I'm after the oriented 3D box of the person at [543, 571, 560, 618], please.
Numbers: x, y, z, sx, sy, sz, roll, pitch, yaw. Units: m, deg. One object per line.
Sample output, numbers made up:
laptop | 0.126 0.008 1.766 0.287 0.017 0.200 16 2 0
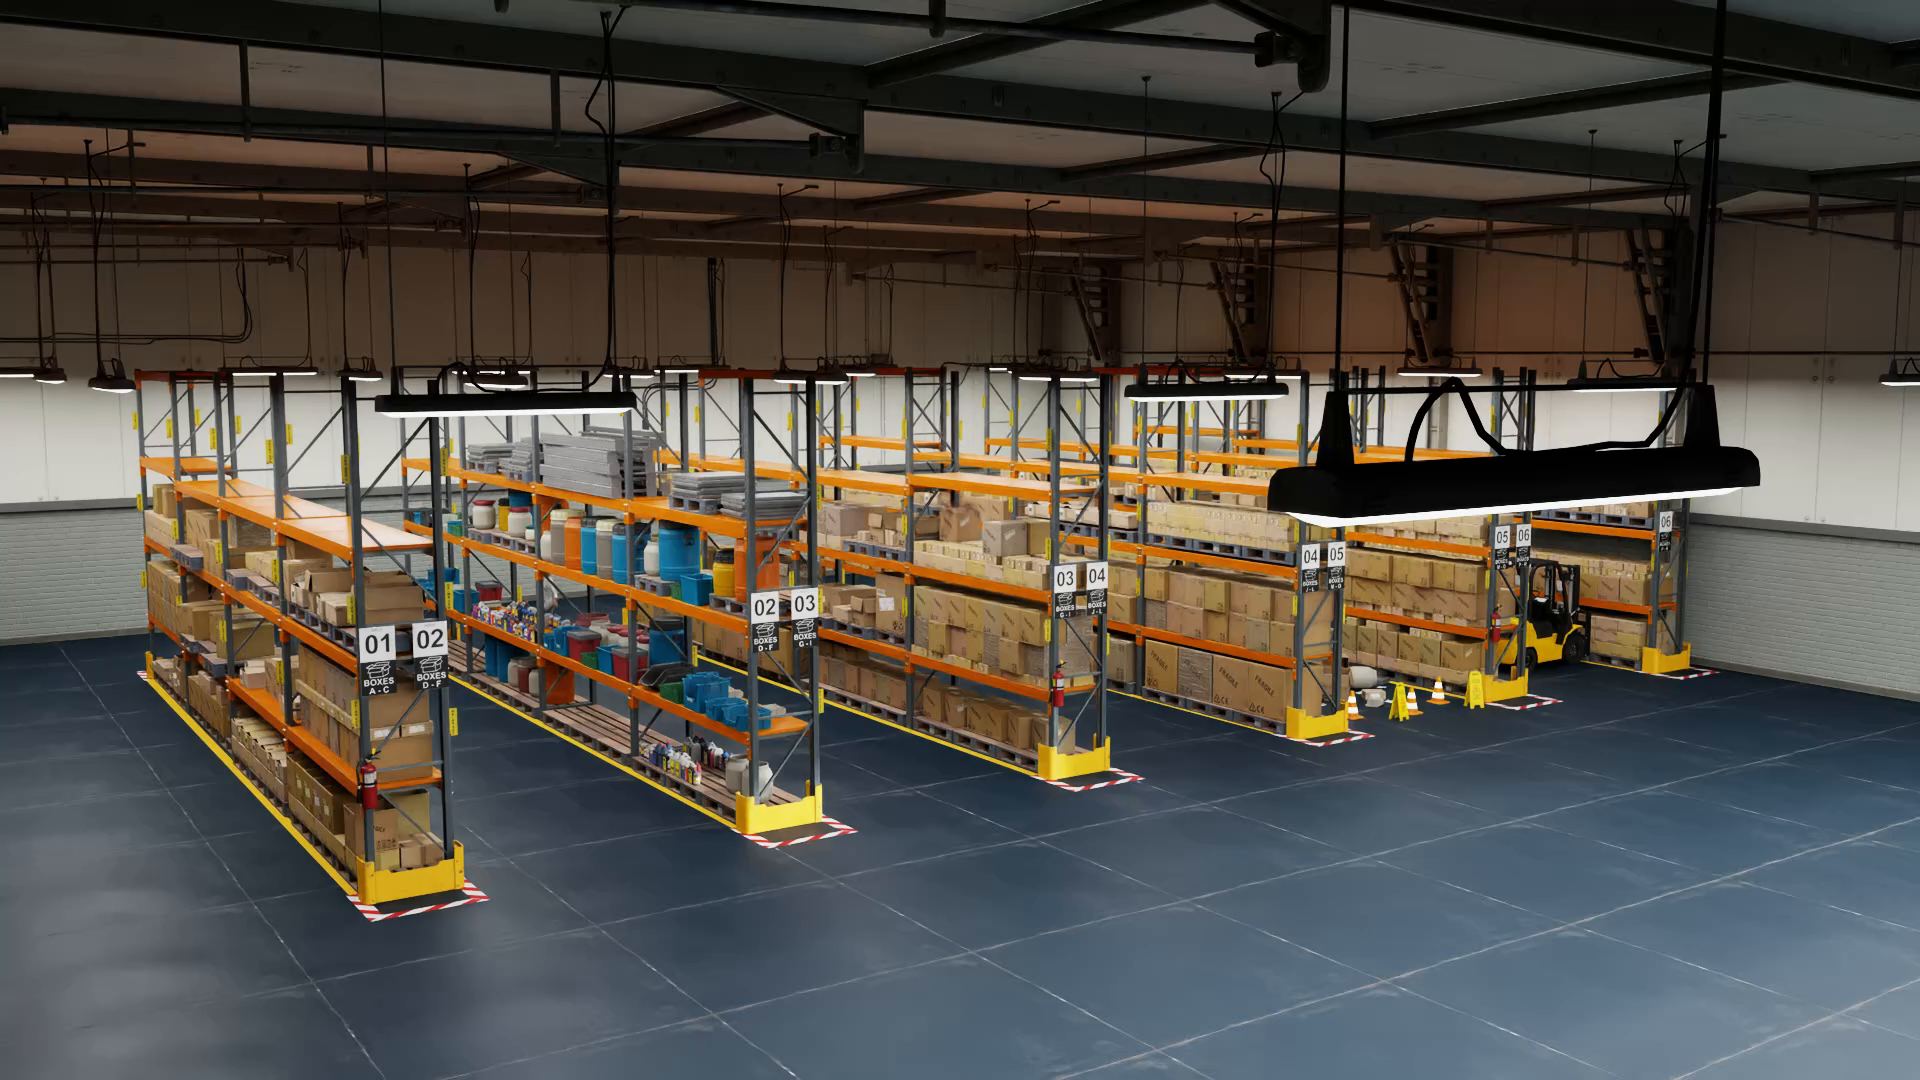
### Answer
person | -9.299 1.361 37.320 1.014 1.511 0.384 -4 8 -31
